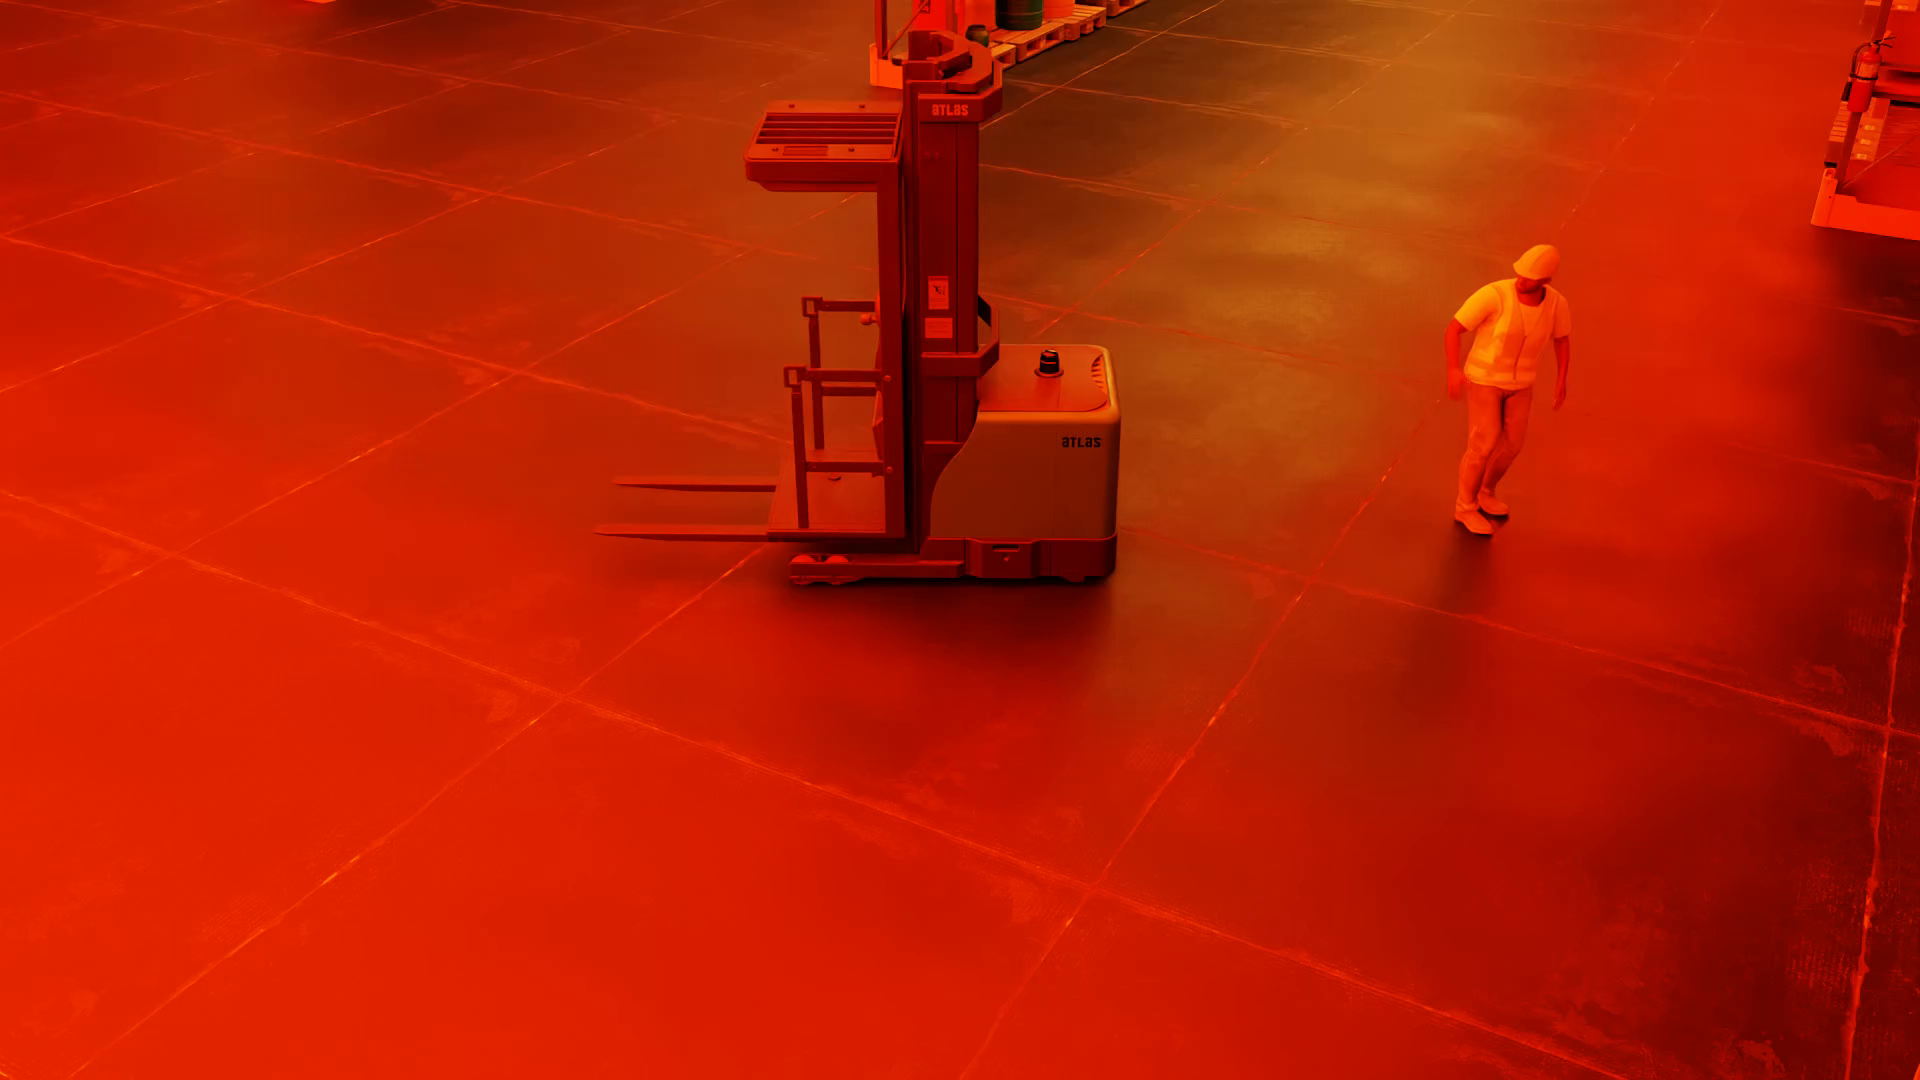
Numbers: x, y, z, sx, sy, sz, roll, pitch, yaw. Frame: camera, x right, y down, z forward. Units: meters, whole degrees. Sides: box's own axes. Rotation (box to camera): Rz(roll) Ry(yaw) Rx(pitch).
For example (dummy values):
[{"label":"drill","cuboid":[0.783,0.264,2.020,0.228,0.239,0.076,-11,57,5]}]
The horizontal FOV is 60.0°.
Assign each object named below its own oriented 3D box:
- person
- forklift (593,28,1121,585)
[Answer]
[{"label":"person","cuboid":[3.261,-0.909,9.836,0.794,1.743,0.523,-8,31,-14]},{"label":"forklift","cuboid":[-0.610,-1.275,9.279,3.031,2.935,1.130,0,30,1]}]
